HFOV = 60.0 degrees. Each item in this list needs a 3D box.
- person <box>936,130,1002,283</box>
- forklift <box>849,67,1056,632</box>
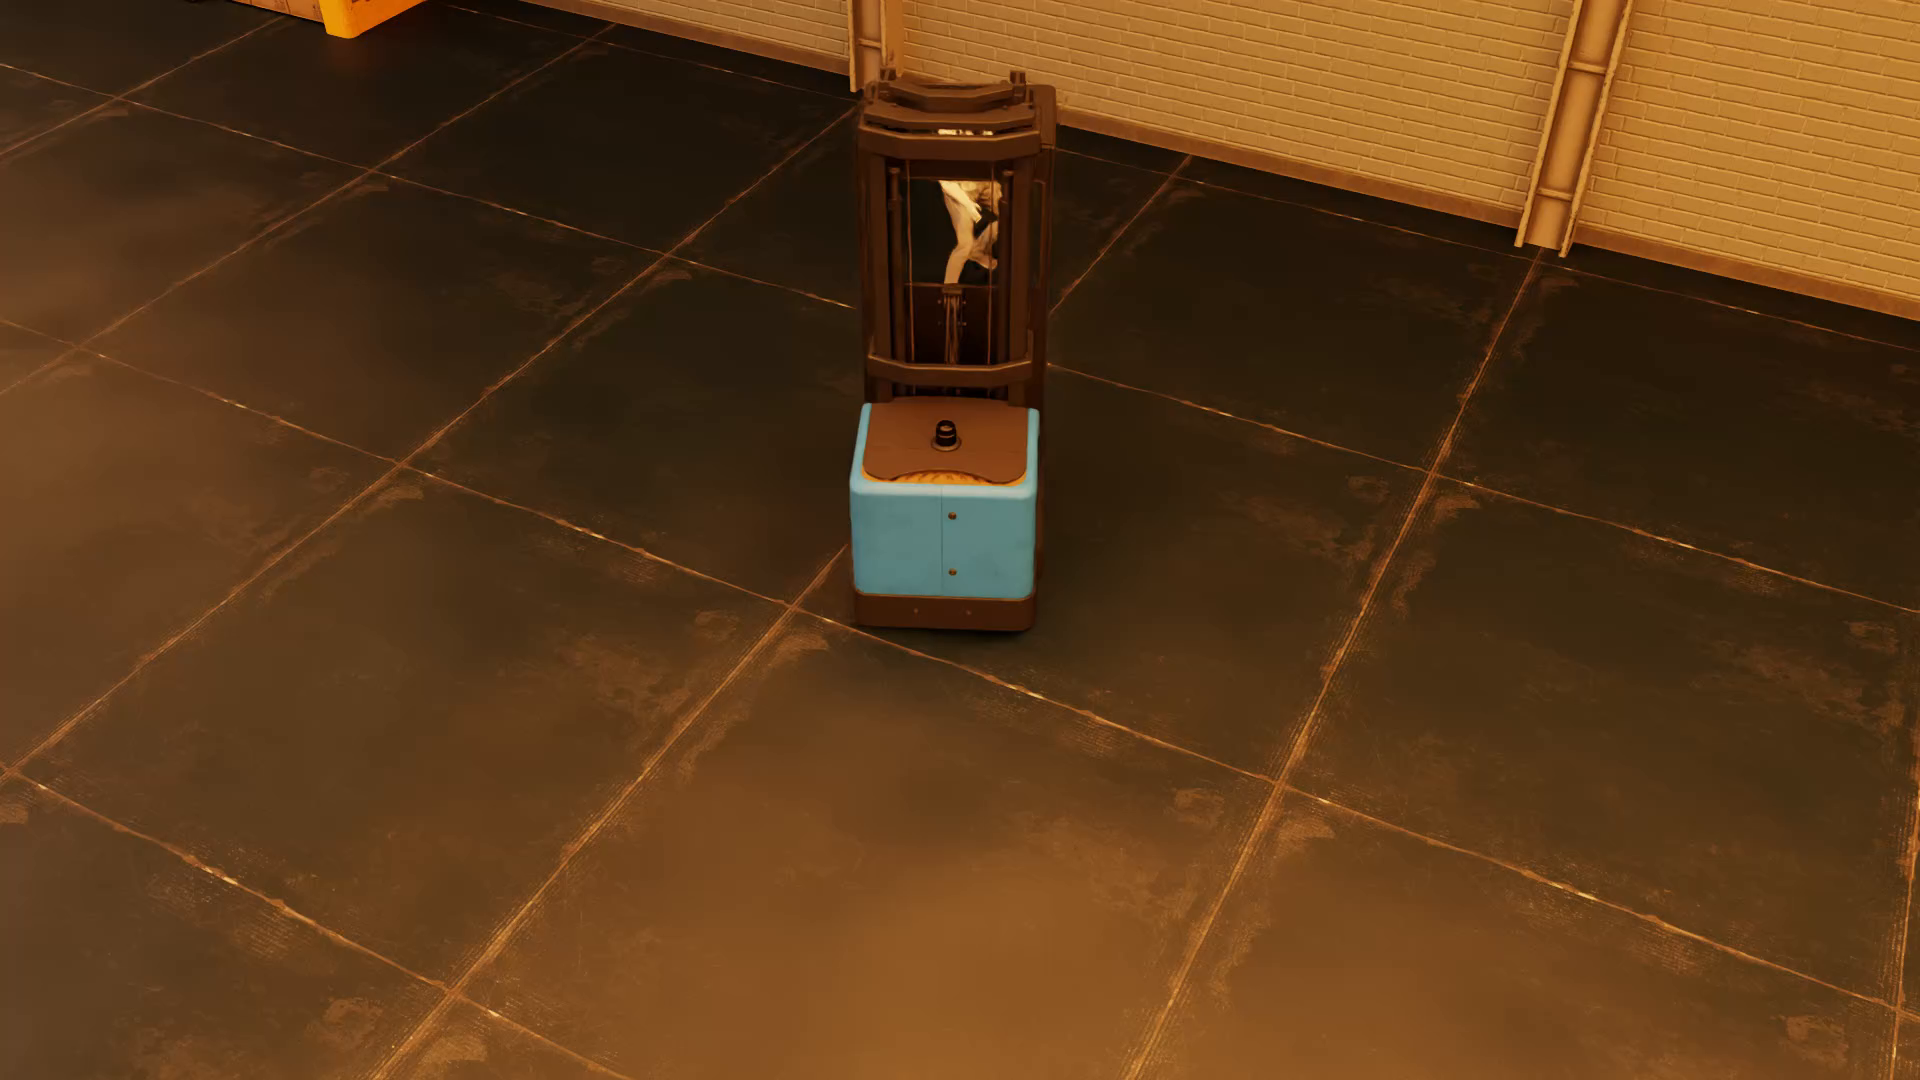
[{"bbox_3d":[0.123,-2.523,12.080,0.638,1.513,0.782,30,48,30],"label":"person"},{"bbox_3d":[-0.019,-1.530,9.803,1.130,2.935,3.031,2,40,2],"label":"forklift"}]
